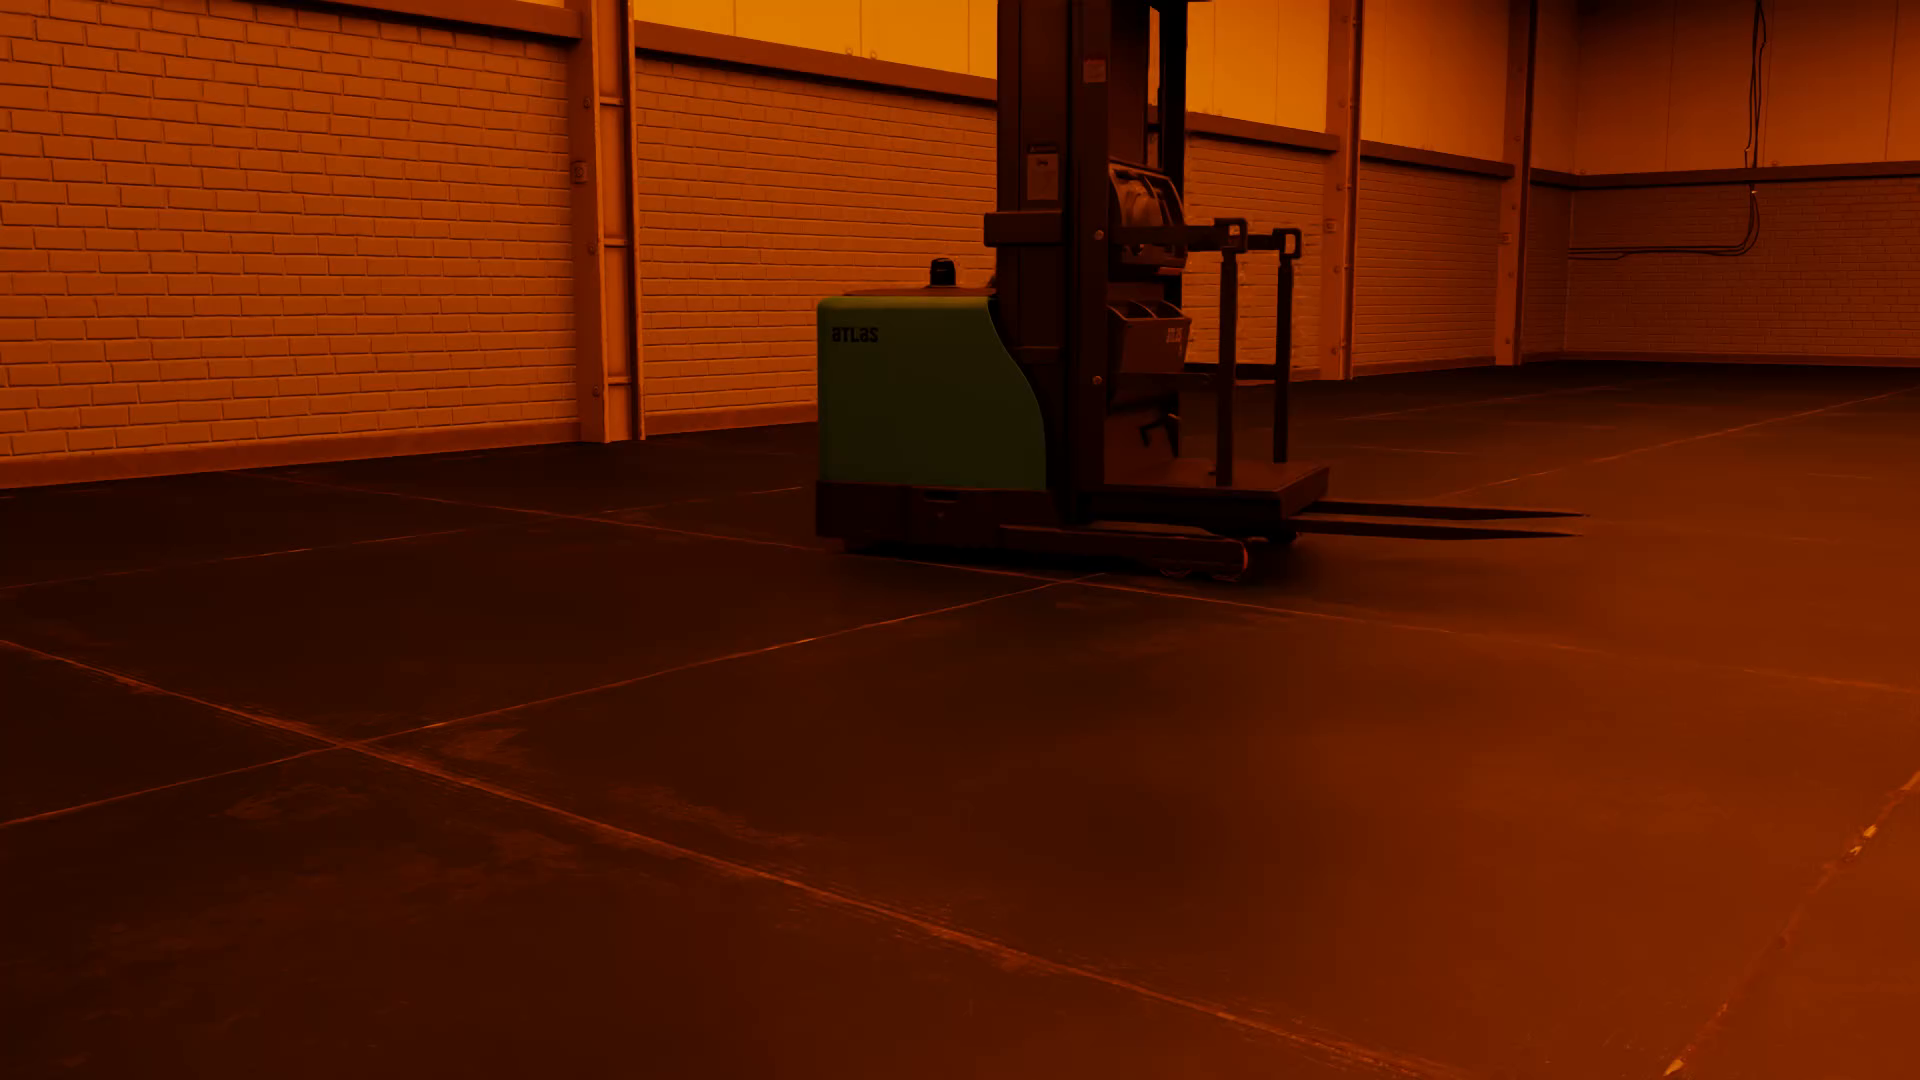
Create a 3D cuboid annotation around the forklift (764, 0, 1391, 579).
[{"bbox_3d":[0.363,-1.379,6.707,1.130,2.935,3.031,-6,10,-36],"label":"forklift"}]
